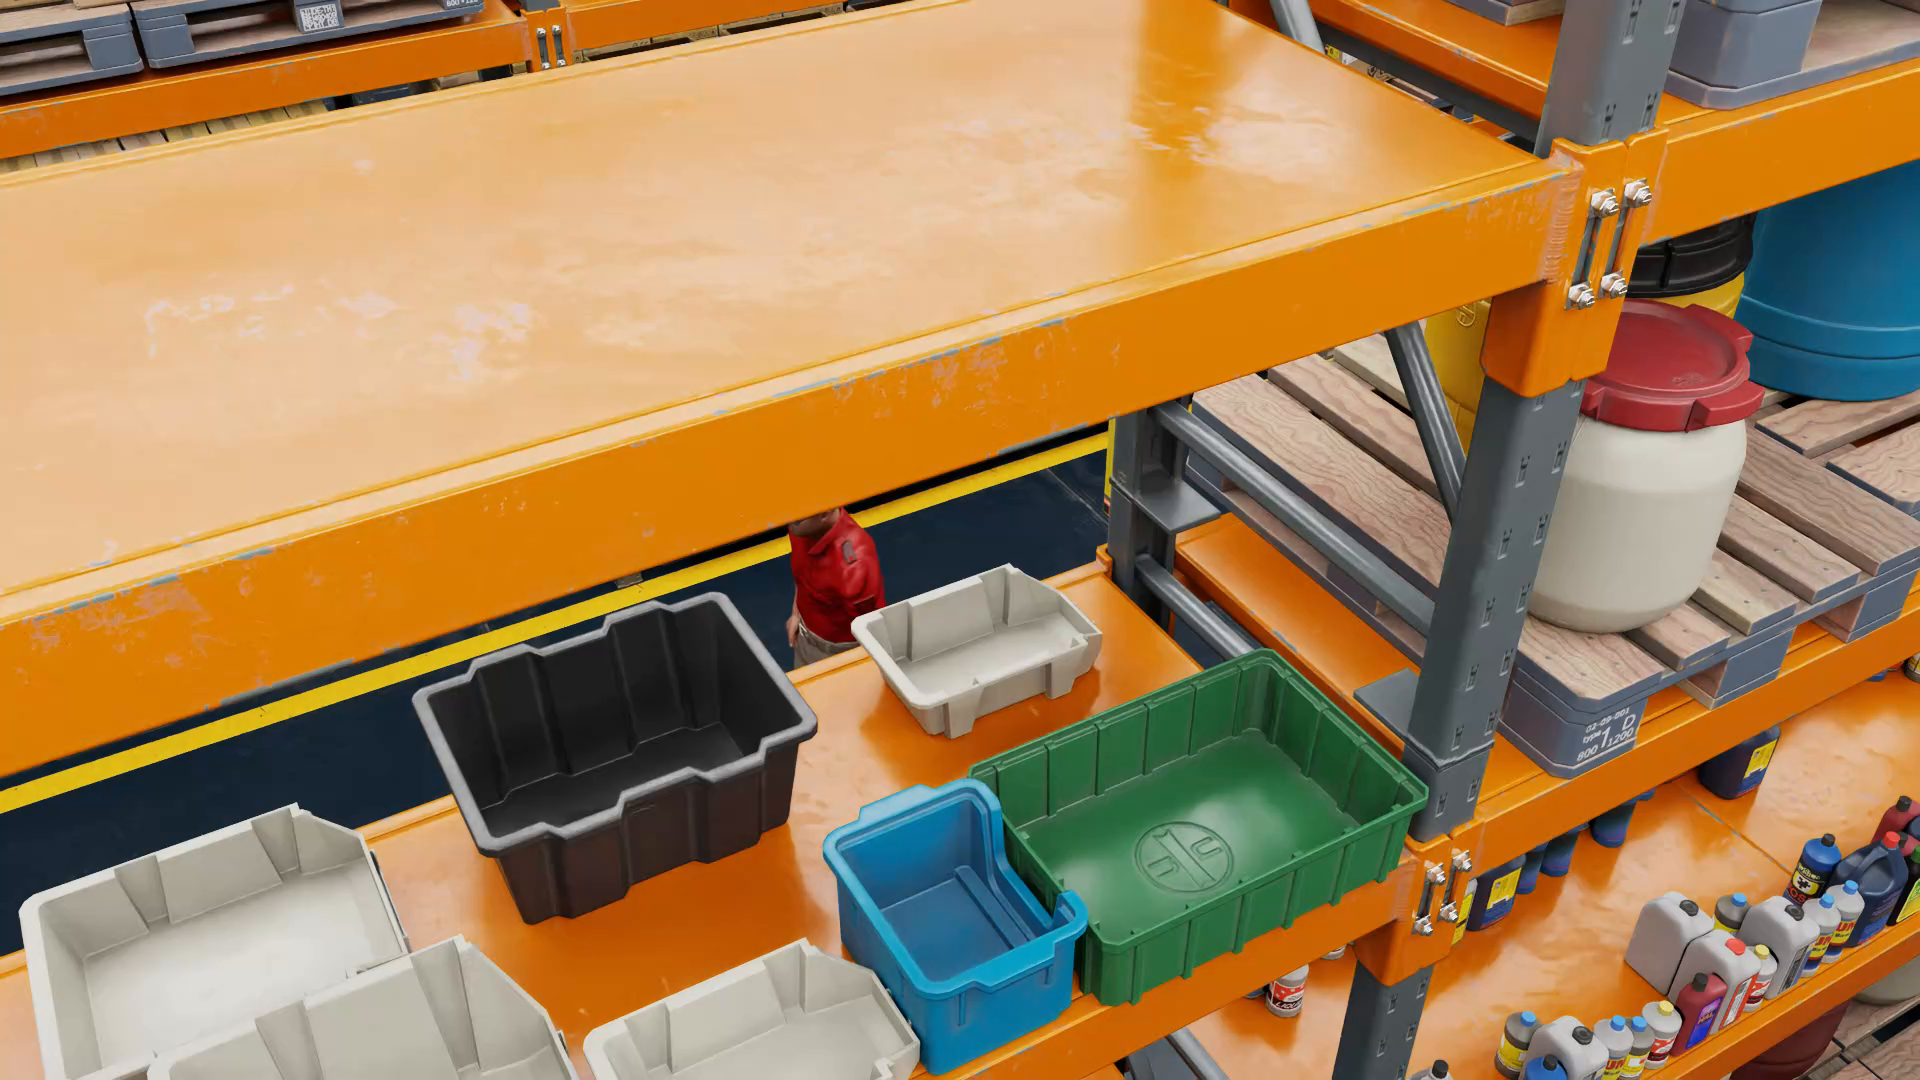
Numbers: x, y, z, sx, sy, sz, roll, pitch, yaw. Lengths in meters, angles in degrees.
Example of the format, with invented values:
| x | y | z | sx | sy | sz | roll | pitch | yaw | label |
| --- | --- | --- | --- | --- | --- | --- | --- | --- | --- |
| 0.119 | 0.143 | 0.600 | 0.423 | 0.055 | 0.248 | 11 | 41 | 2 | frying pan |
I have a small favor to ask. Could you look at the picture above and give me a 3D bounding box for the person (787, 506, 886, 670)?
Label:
| x | y | z | sx | sy | sz | roll | pitch | yaw | label |
| --- | --- | --- | --- | --- | --- | --- | --- | --- | --- |
| -0.478 | 0.430 | 6.360 | 0.389 | 1.726 | 0.588 | -19 | 41 | -24 | person |
